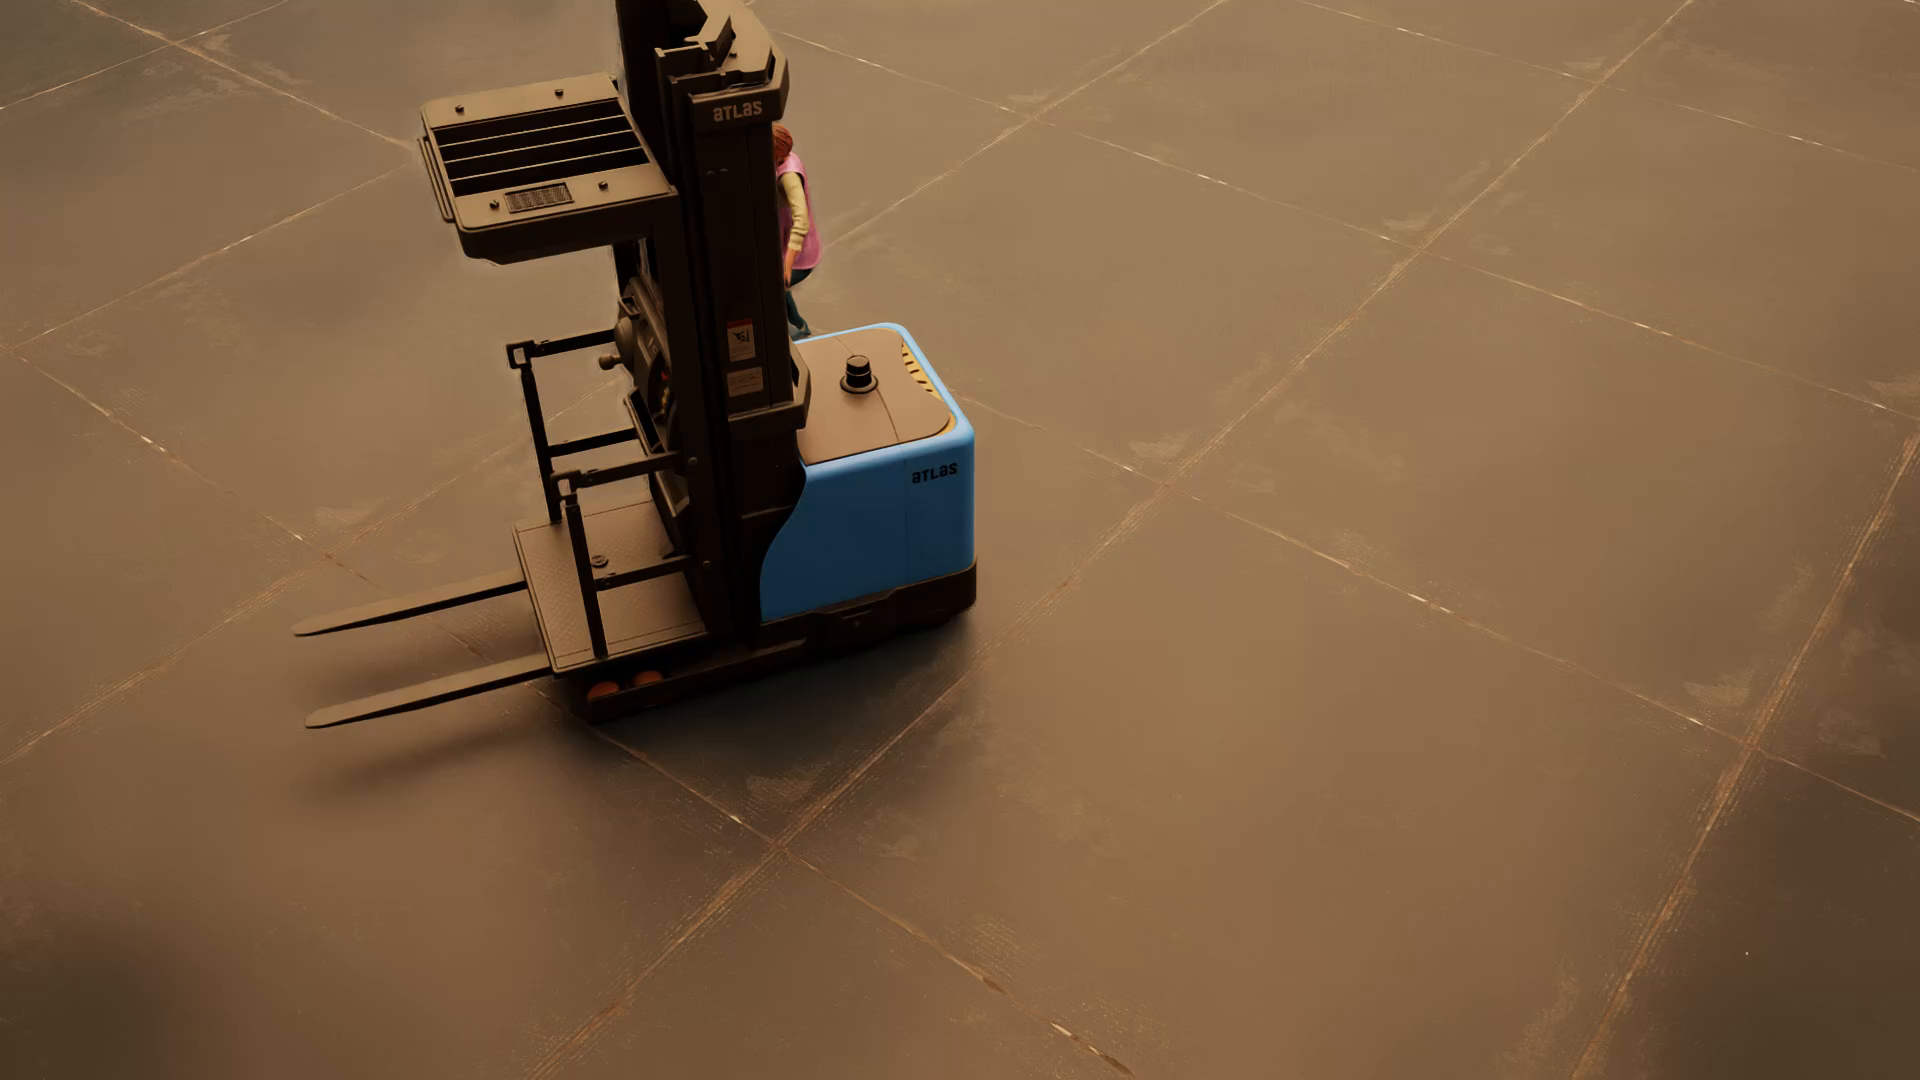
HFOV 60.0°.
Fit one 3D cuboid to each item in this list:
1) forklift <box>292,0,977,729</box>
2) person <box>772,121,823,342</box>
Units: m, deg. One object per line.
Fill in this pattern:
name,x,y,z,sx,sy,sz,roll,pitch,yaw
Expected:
forklift,-1.491,-0.711,6.908,3.031,2.935,1.130,-14,43,-16
person,-0.968,-1.587,9.086,0.456,1.487,0.845,4,41,5
